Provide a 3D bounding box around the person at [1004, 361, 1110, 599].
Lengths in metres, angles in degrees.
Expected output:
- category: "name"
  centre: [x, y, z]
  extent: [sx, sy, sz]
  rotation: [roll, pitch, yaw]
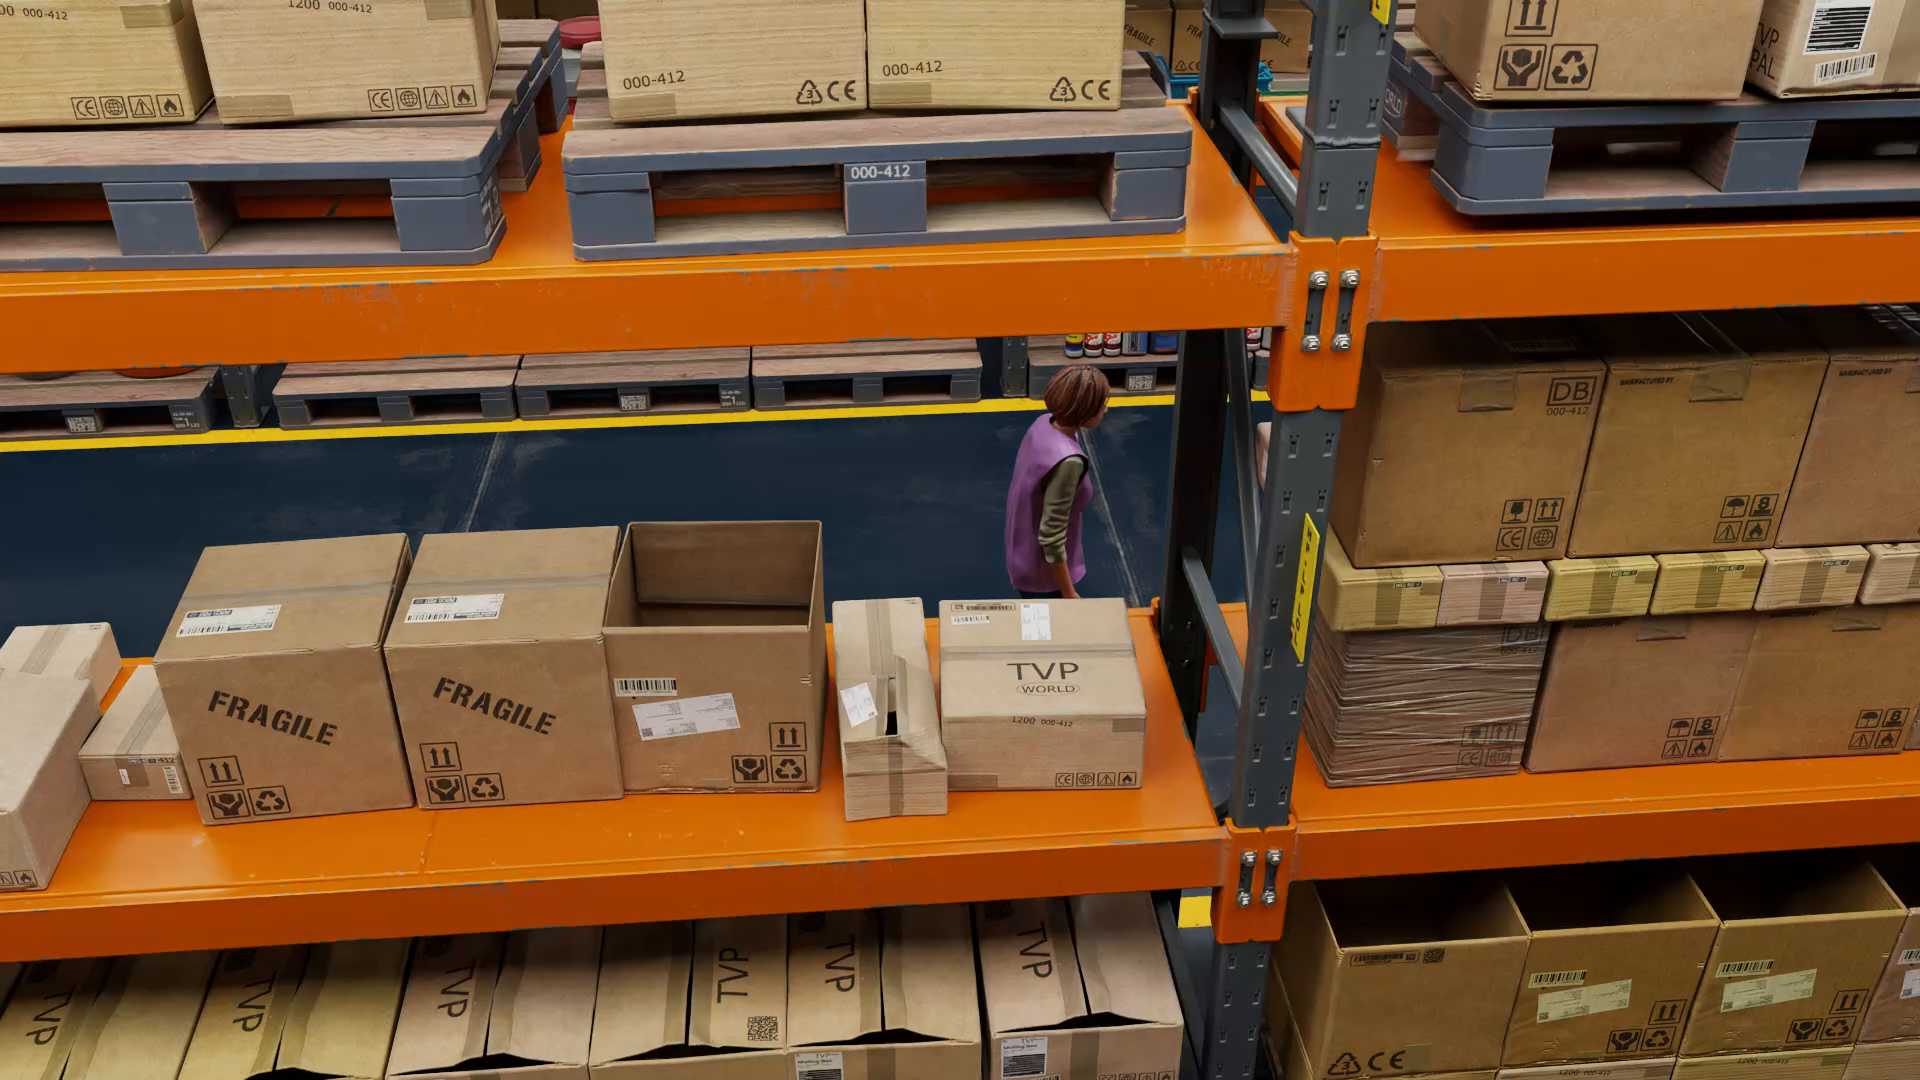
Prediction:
- category: "person"
  centre: [0.339, 0.104, 5.976]
  extent: [0.347, 1.592, 0.484]
  rotation: [-3, 32, -5]
